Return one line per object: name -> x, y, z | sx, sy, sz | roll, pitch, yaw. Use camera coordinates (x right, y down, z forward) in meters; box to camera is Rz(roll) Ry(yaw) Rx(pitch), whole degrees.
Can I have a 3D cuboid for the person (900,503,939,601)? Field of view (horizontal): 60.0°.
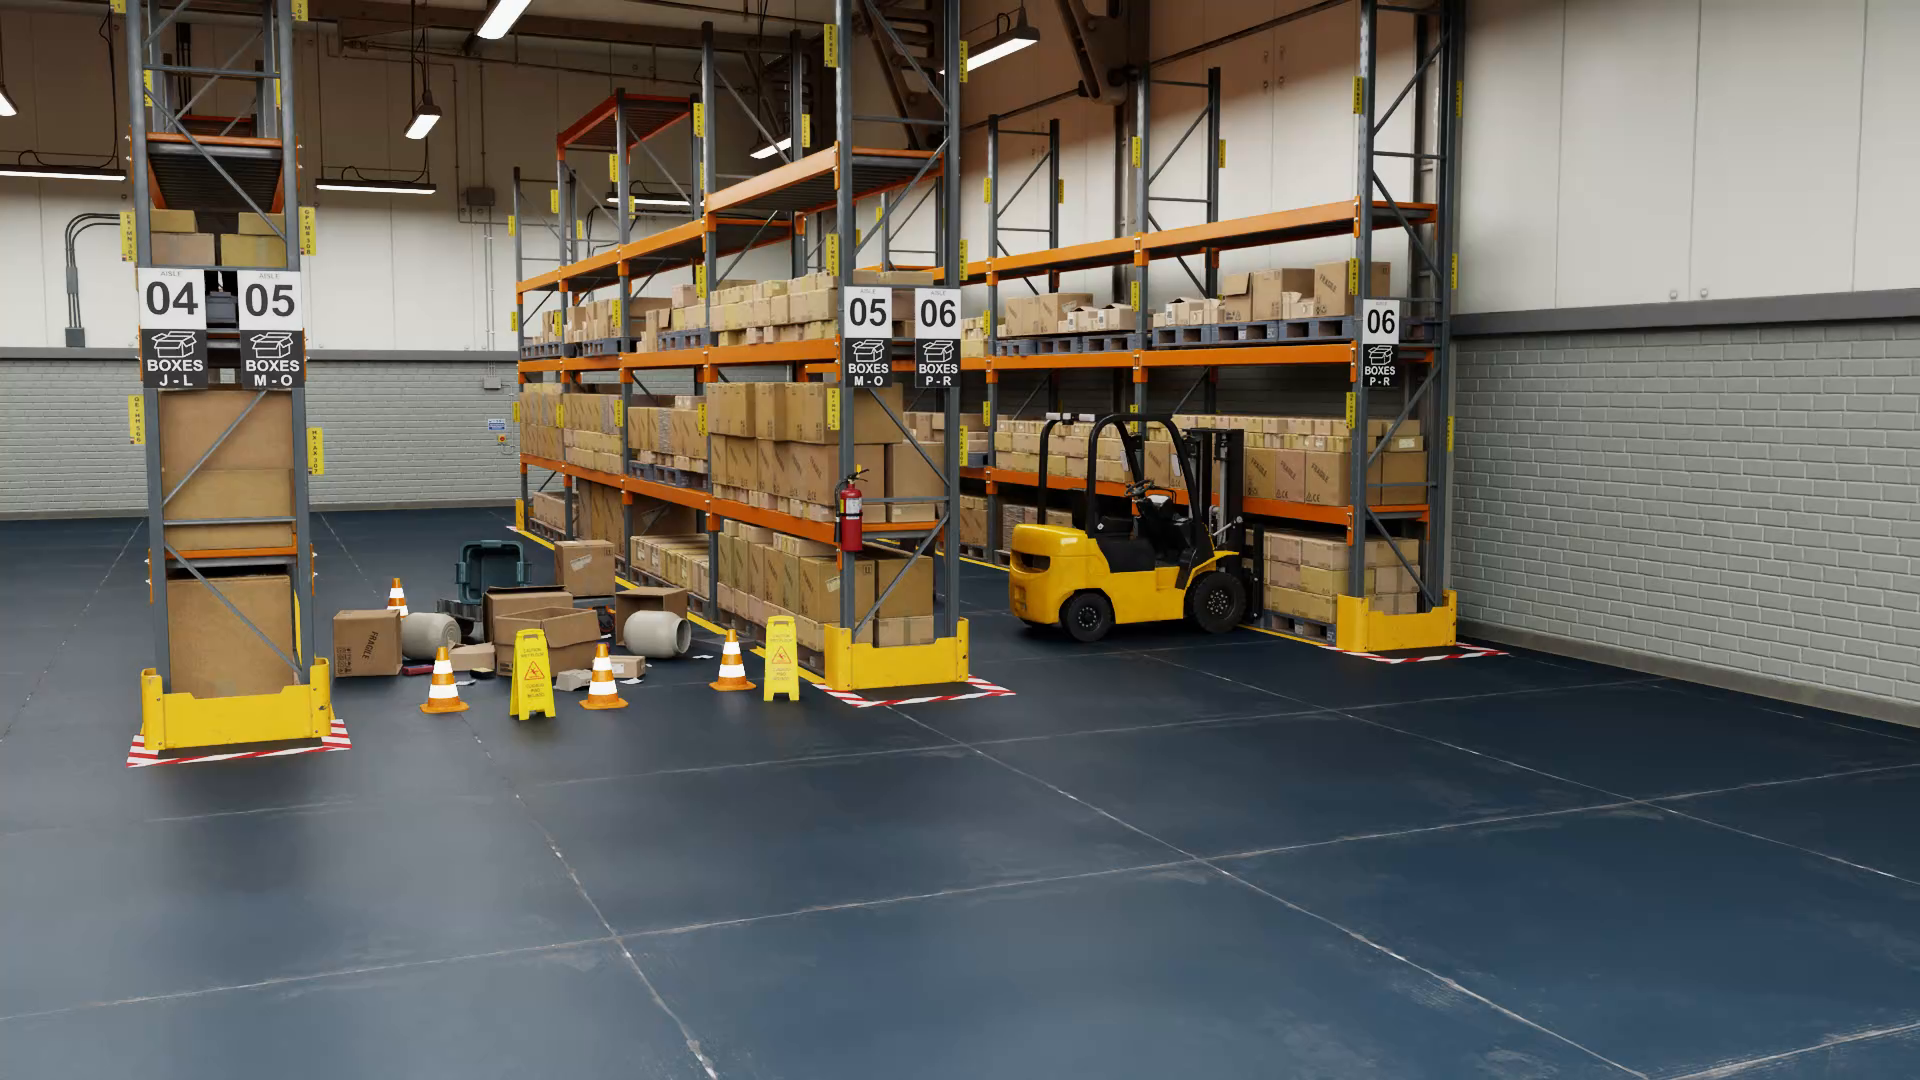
person -> -0.515, -0.169, 18.828 | 0.486, 1.703, 0.581 | -2, 6, -25
